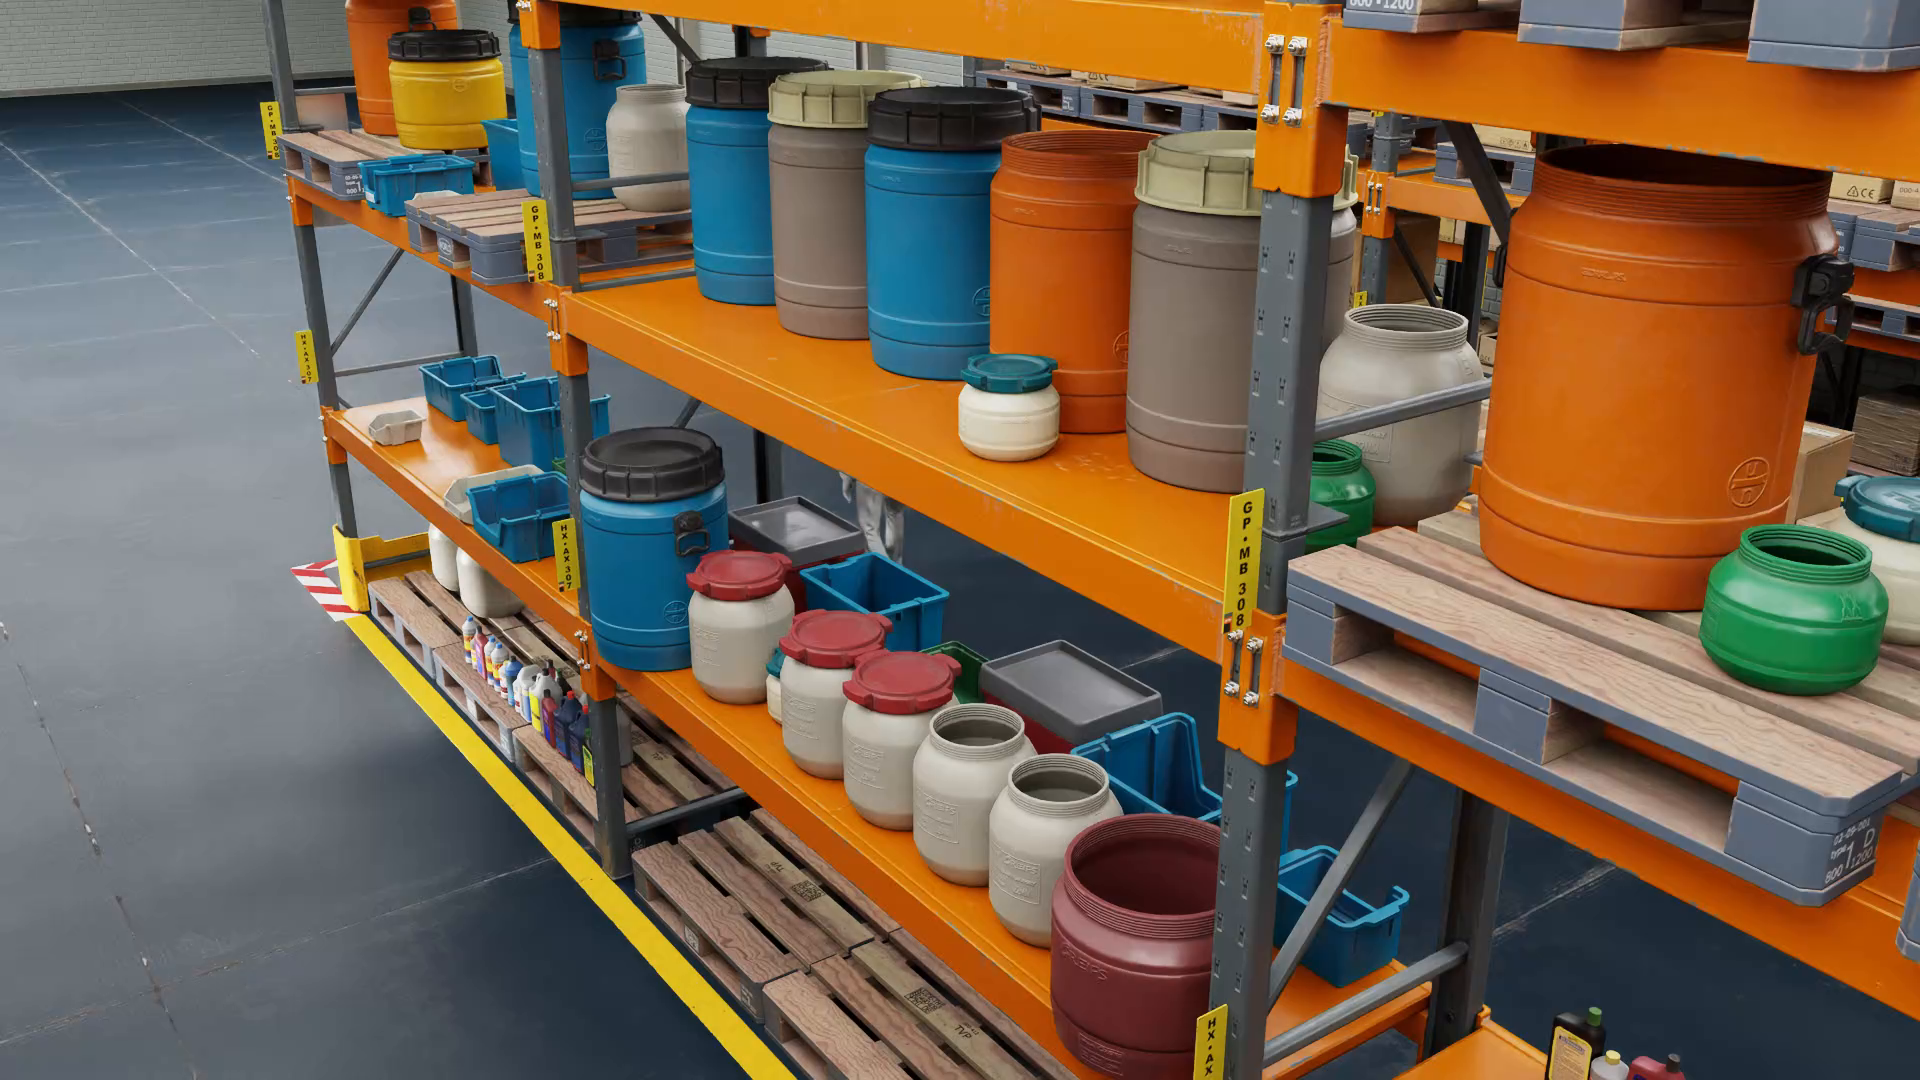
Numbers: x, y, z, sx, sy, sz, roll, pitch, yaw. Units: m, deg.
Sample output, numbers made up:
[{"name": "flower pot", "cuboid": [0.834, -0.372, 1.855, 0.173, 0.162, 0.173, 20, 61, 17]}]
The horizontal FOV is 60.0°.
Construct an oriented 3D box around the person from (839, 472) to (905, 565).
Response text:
[{"name": "person", "cuboid": [-0.503, -0.404, 10.632, 0.517, 1.609, 0.933, -5, 22, -13]}]
